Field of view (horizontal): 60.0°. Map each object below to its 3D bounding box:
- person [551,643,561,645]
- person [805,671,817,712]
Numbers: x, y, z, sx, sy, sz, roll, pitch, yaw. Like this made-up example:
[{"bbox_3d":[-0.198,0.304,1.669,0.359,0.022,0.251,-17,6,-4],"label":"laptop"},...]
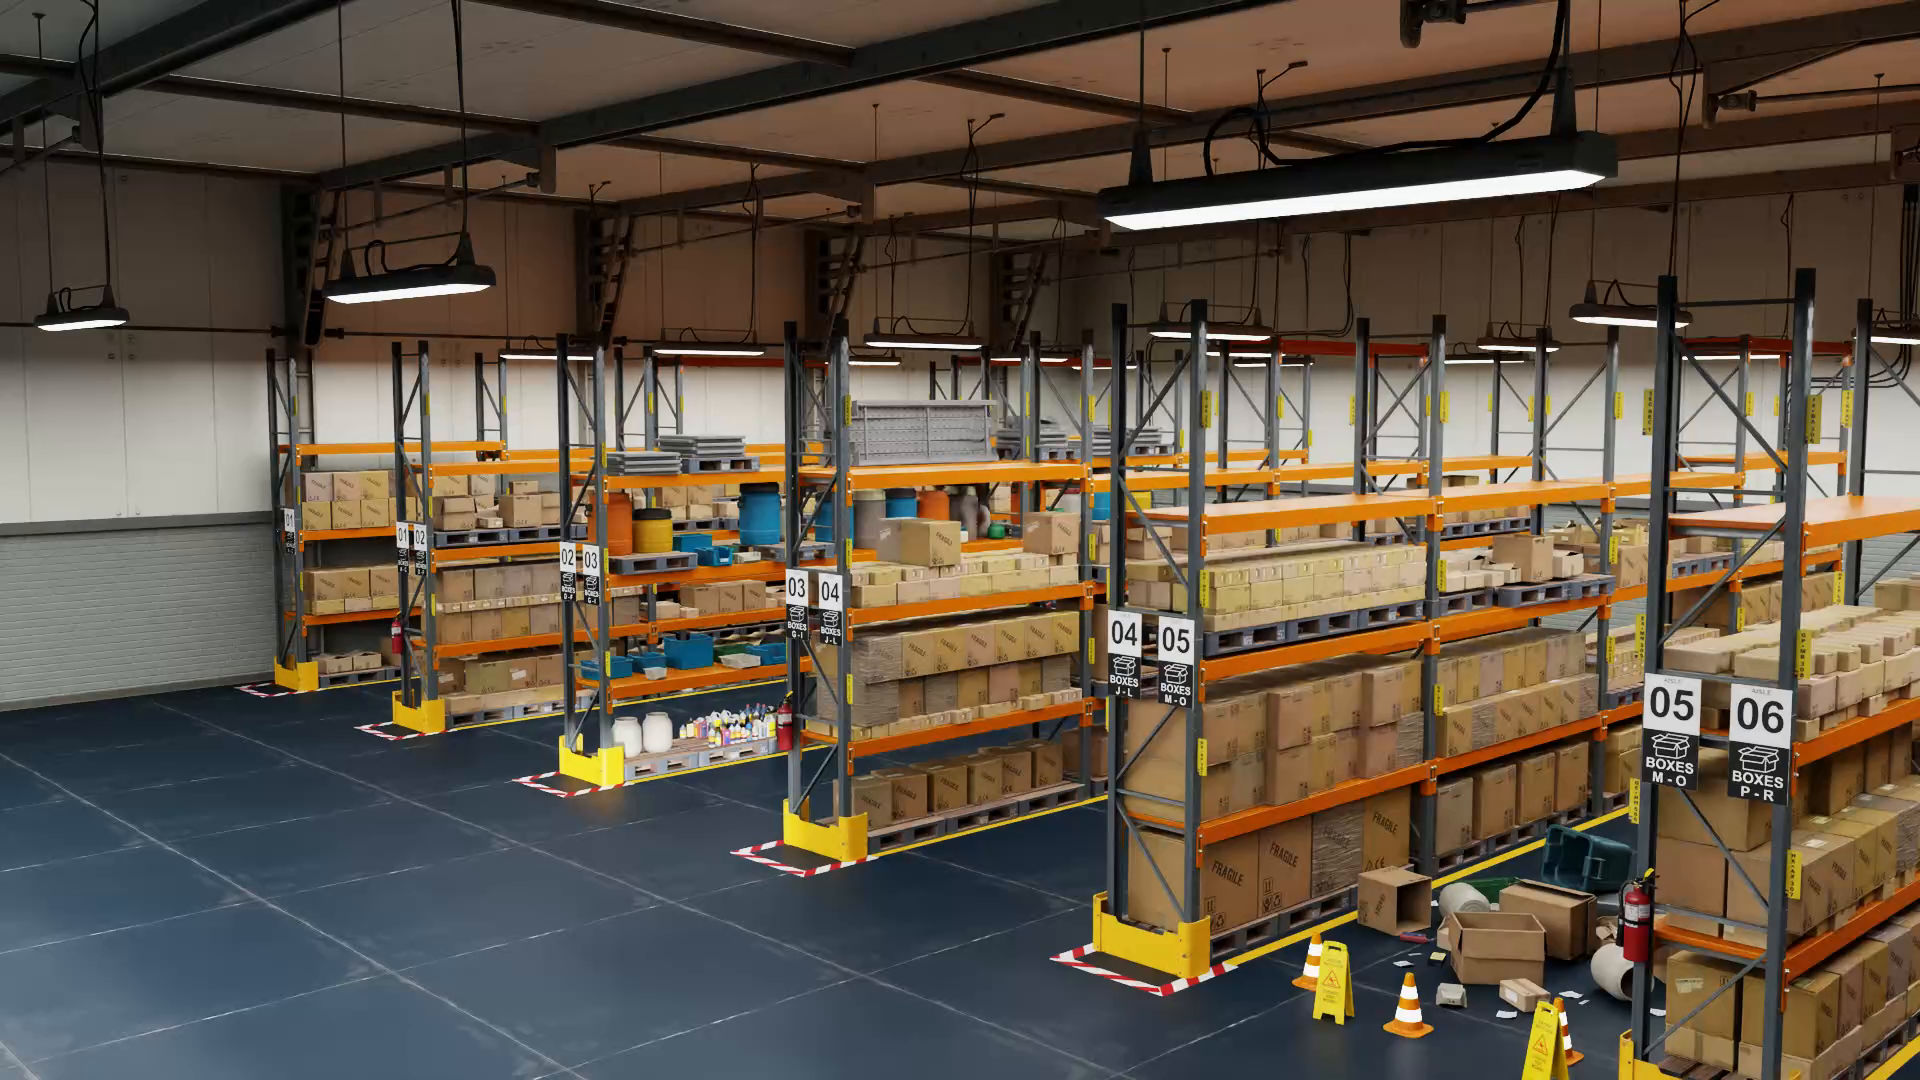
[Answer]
[{"bbox_3d":[-7.268,1.665,30.616,0.605,1.805,0.848,2,5,20],"label":"person"},{"bbox_3d":[-2.458,2.079,26.540,0.538,1.585,0.603,1,5,14],"label":"person"}]
